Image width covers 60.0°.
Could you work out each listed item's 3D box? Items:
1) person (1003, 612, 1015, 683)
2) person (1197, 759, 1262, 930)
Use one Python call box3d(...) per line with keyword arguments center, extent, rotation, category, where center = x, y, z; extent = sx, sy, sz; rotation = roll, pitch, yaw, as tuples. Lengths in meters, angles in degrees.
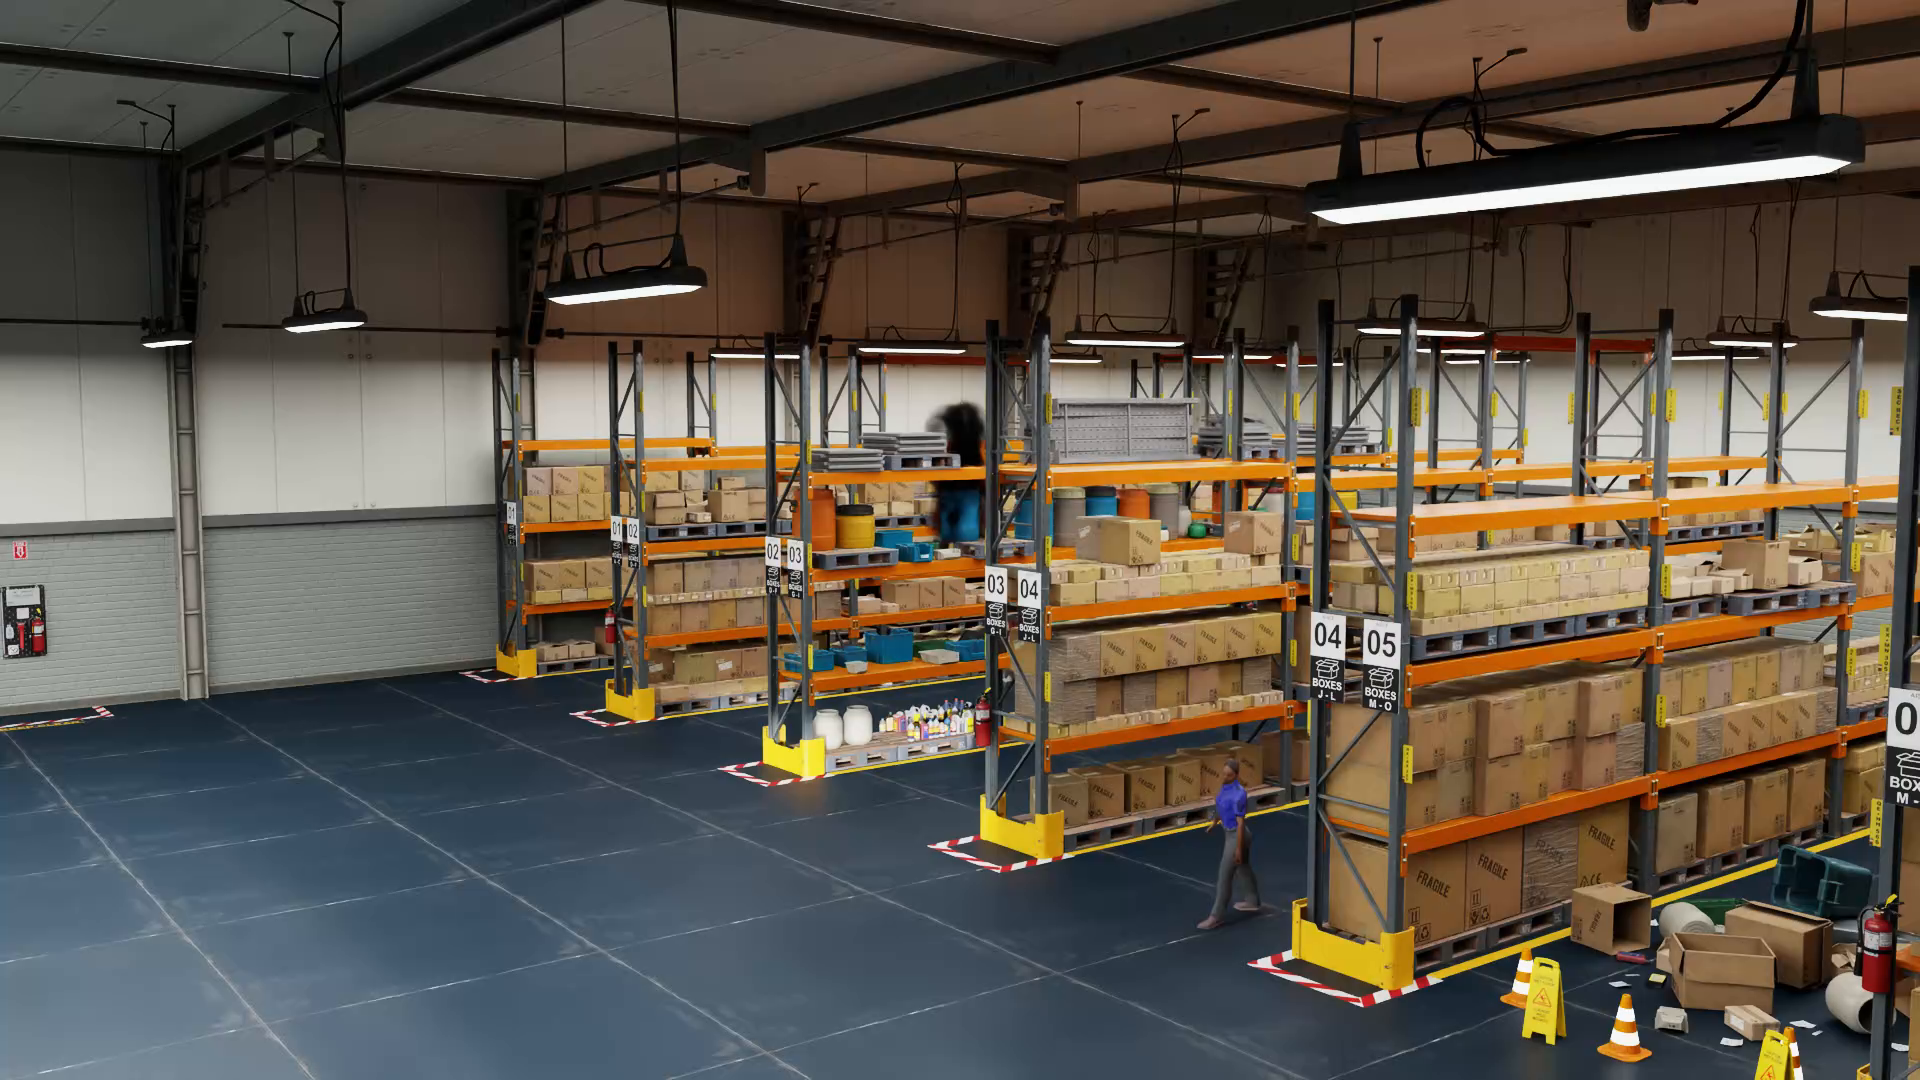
box3d(center=(0.659, 1.675, 28.047), extent=(0.546, 1.737, 0.705), rotation=(5, 7, 43), category="person")
box3d(center=(2.634, 2.925, 16.308), extent=(0.764, 1.626, 0.669), rotation=(-1, 5, -7), category="person")
